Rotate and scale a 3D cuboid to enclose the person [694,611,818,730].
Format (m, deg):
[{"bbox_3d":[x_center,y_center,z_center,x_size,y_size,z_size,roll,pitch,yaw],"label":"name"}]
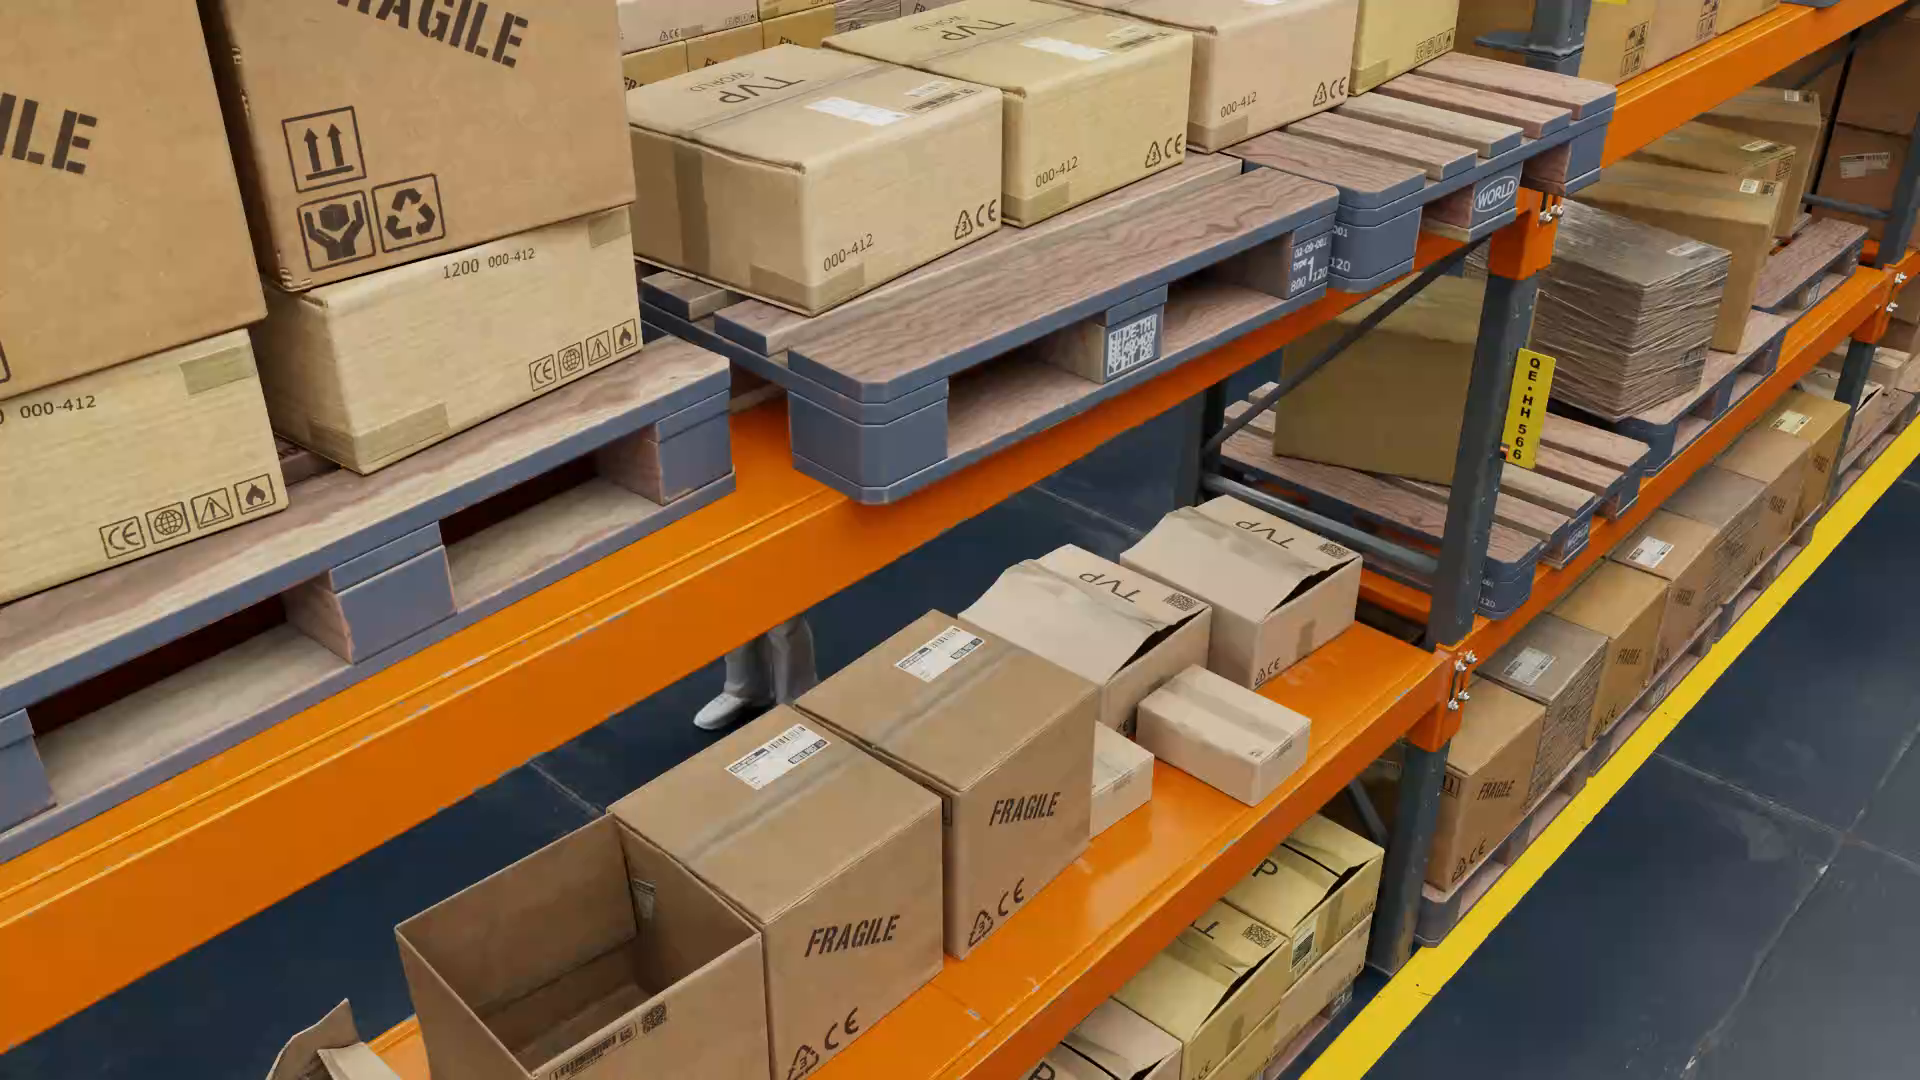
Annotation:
[{"bbox_3d":[-0.784,-0.005,6.152,0.543,1.779,0.550,25,39,35],"label":"person"}]
